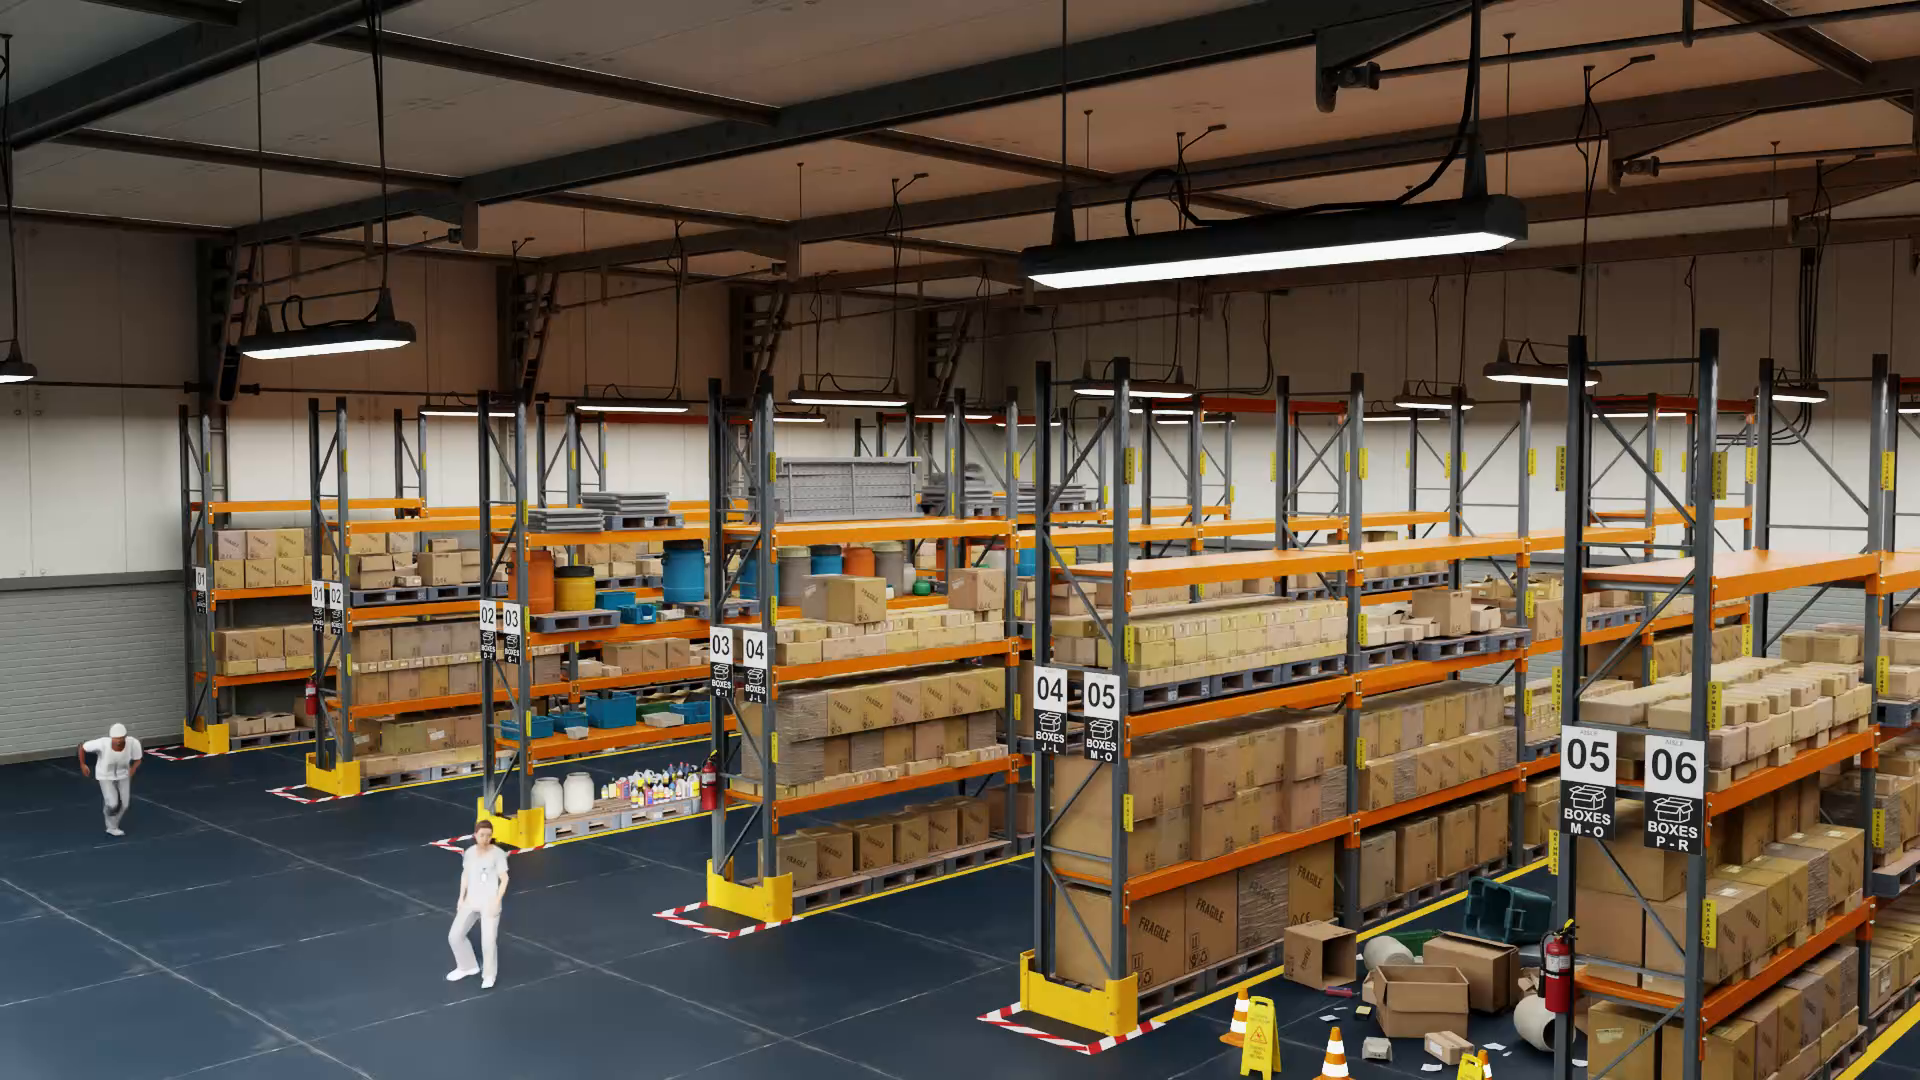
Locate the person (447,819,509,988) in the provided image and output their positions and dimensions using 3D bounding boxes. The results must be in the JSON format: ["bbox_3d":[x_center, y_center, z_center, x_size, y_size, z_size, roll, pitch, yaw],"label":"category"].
[{"bbox_3d":[-4.667,3.499,15.979,0.711,1.646,0.547,1,3,11],"label":"person"}]

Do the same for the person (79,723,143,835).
[{"bbox_3d":[-11.320,3.207,22.187,0.735,1.574,0.827,-2,4,-39],"label":"person"}]
